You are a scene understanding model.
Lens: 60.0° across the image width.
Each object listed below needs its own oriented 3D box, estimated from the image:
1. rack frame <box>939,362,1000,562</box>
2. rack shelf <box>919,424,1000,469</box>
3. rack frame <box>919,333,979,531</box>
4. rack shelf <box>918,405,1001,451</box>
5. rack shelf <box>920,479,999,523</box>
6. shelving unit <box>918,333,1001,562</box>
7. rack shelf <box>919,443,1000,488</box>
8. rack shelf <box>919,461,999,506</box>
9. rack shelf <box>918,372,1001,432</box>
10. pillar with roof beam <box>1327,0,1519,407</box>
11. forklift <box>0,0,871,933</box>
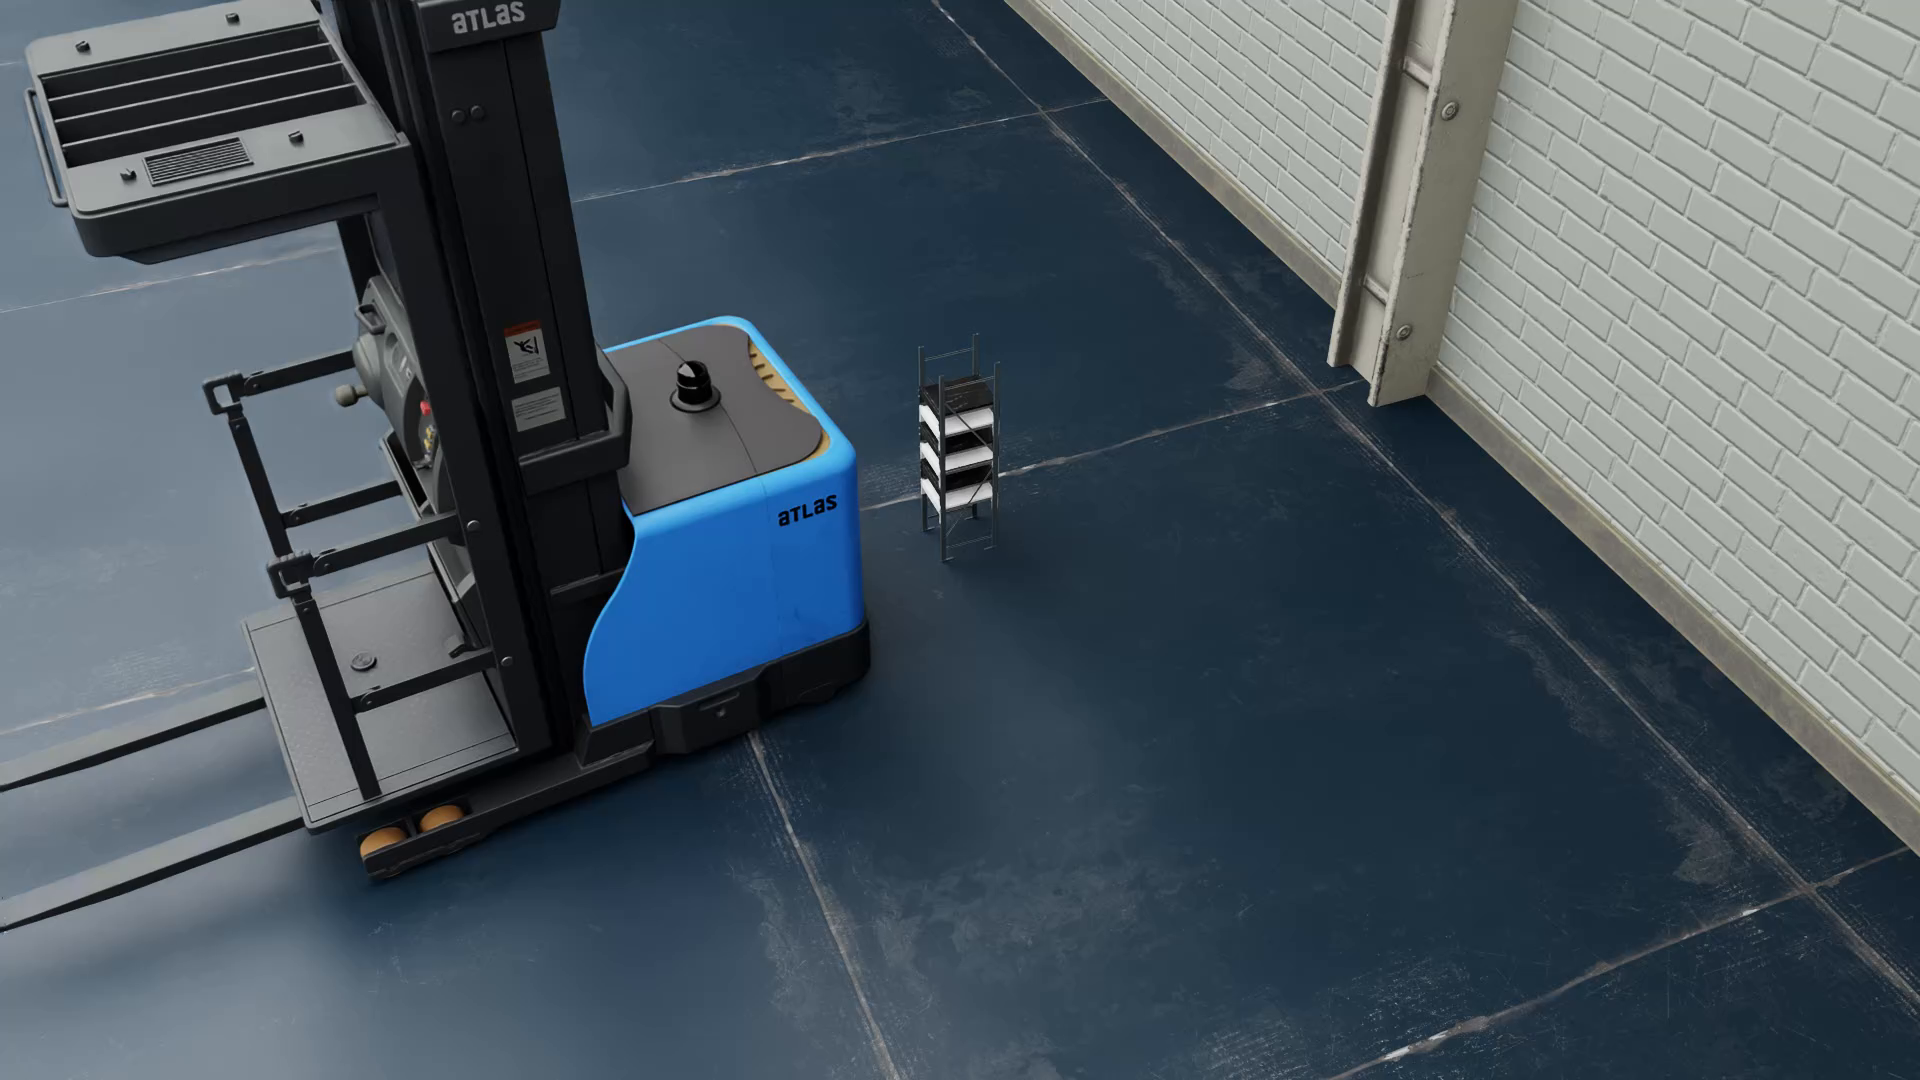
[{"bbox_3d":[0.036,-0.285,6.391,0.240,0.900,0.006,-15,43,-17],"label":"rack frame"},{"bbox_3d":[-0.003,-0.389,6.425,0.258,0.077,0.200,-15,43,-17],"label":"rack shelf"},{"bbox_3d":[-0.042,-0.407,6.534,0.240,0.900,0.006,-15,43,-17],"label":"rack frame"},{"bbox_3d":[-0.003,-0.457,6.367,0.258,0.077,0.200,-15,43,-17],"label":"rack shelf"},{"bbox_3d":[-0.003,-0.184,6.601,0.258,0.077,0.200,-15,43,-17],"label":"rack shelf"},{"bbox_3d":[-0.003,-0.346,6.462,0.258,0.900,0.210,-15,43,-17],"label":"shelving unit"},{"bbox_3d":[-0.003,-0.321,6.484,0.258,0.077,0.200,-15,43,-17],"label":"rack shelf"},{"bbox_3d":[-0.003,-0.253,6.543,0.258,0.077,0.200,-15,43,-17],"label":"rack shelf"},{"bbox_3d":[-0.003,-0.526,6.308,0.258,0.077,0.200,-15,43,-17],"label":"rack shelf"},{"bbox_3d":[-2.061,-3.088,3.439,9.100,9.000,0.400,-15,43,-17],"label":"pillar with roof beam"},{"bbox_3d":[-1.869,-0.400,4.967,3.031,2.935,1.130,-20,44,-21],"label":"forklift"}]
